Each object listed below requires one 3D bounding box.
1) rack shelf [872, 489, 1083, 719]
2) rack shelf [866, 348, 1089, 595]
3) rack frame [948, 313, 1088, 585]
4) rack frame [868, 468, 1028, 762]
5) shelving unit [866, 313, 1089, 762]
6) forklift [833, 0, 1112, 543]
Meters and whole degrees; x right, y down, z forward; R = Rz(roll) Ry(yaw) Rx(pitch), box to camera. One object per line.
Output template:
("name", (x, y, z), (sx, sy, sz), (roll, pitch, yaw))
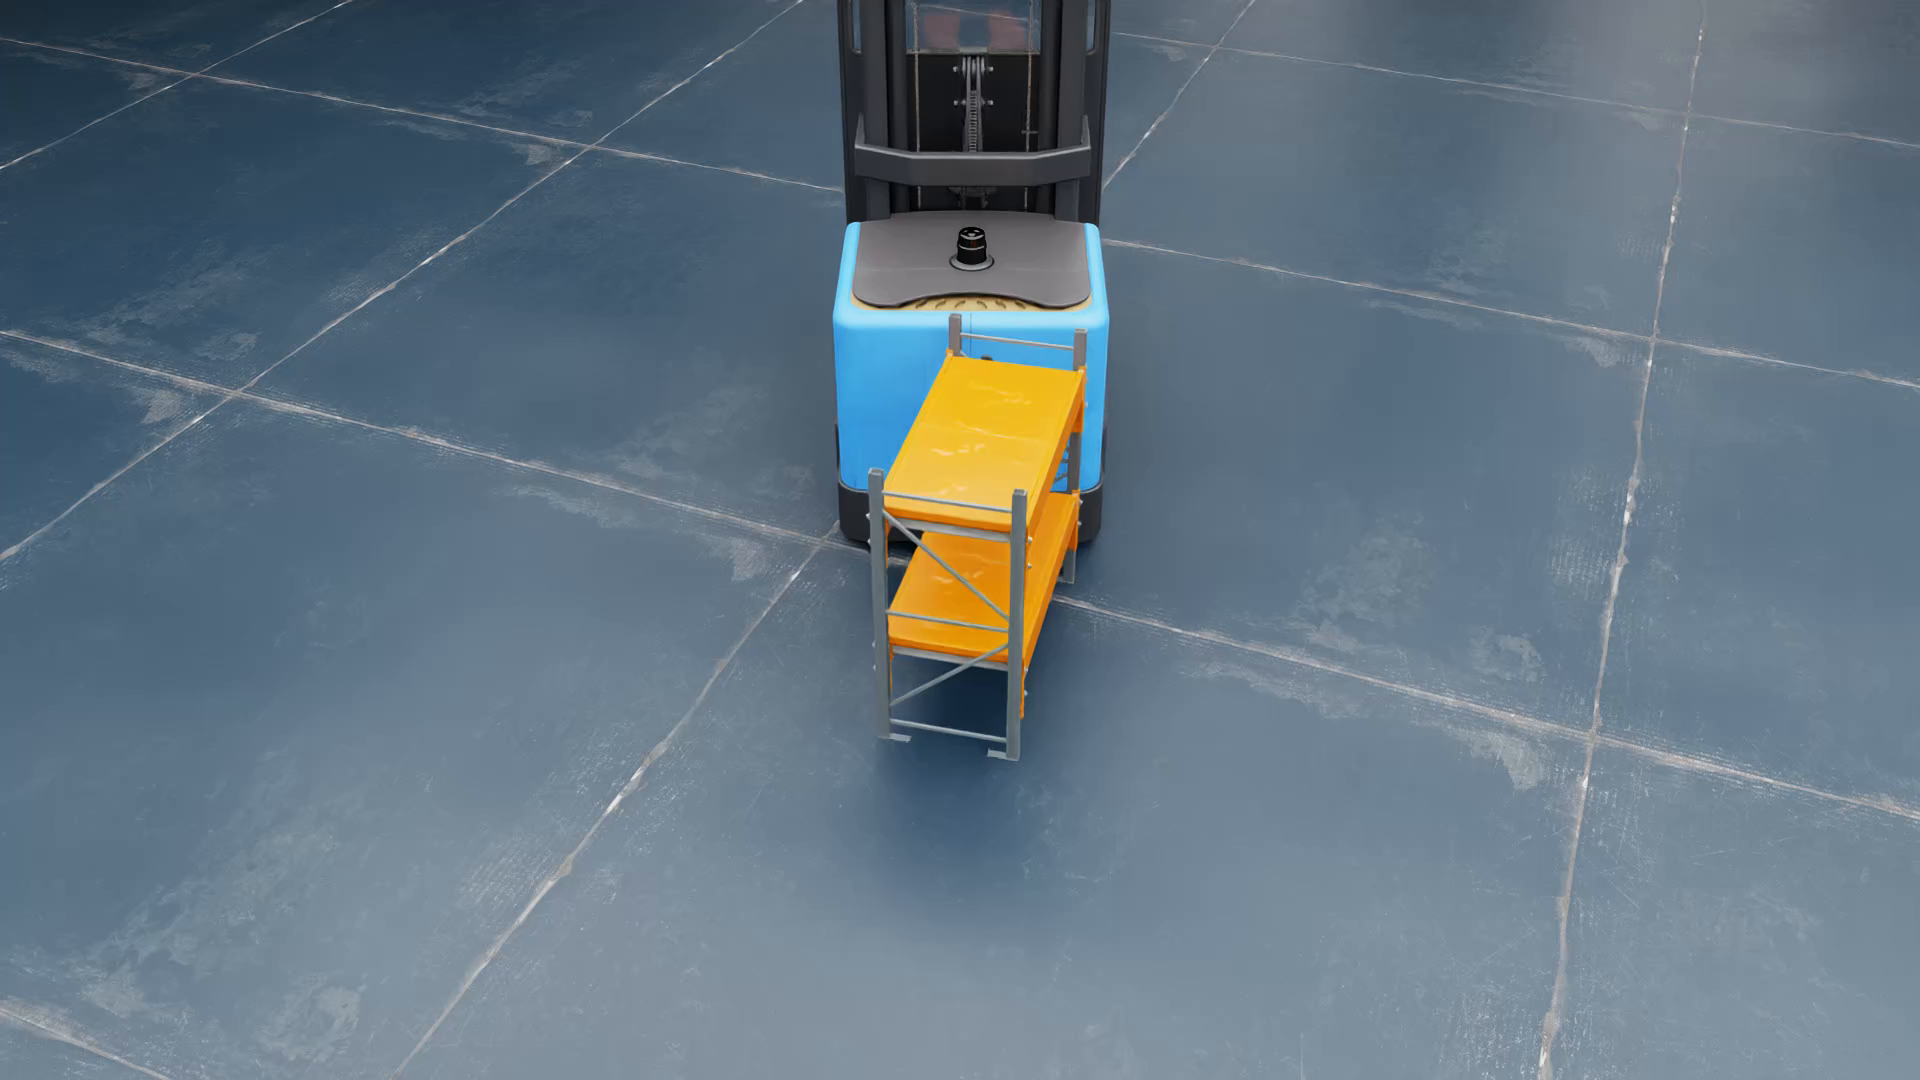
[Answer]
("rack shelf", (0.082, 0.171, 5.990), (0.538, 0.278, 1.000), (8, 38, 11))
("rack shelf", (0.082, -0.260, 5.669), (0.538, 0.278, 1.000), (8, 38, 11))
("rack frame", (0.205, -0.321, 6.239), (0.500, 1.125, 0.032), (8, 38, 11))
("rack frame", (-0.040, 0.270, 5.449), (0.500, 1.125, 0.032), (8, 38, 11))
("shelving unit", (0.082, -0.025, 5.844), (0.538, 1.125, 1.048), (8, 38, 11))
("forklift", (0.058, -2.015, 6.998), (1.130, 2.935, 3.031), (0, 37, 1))
